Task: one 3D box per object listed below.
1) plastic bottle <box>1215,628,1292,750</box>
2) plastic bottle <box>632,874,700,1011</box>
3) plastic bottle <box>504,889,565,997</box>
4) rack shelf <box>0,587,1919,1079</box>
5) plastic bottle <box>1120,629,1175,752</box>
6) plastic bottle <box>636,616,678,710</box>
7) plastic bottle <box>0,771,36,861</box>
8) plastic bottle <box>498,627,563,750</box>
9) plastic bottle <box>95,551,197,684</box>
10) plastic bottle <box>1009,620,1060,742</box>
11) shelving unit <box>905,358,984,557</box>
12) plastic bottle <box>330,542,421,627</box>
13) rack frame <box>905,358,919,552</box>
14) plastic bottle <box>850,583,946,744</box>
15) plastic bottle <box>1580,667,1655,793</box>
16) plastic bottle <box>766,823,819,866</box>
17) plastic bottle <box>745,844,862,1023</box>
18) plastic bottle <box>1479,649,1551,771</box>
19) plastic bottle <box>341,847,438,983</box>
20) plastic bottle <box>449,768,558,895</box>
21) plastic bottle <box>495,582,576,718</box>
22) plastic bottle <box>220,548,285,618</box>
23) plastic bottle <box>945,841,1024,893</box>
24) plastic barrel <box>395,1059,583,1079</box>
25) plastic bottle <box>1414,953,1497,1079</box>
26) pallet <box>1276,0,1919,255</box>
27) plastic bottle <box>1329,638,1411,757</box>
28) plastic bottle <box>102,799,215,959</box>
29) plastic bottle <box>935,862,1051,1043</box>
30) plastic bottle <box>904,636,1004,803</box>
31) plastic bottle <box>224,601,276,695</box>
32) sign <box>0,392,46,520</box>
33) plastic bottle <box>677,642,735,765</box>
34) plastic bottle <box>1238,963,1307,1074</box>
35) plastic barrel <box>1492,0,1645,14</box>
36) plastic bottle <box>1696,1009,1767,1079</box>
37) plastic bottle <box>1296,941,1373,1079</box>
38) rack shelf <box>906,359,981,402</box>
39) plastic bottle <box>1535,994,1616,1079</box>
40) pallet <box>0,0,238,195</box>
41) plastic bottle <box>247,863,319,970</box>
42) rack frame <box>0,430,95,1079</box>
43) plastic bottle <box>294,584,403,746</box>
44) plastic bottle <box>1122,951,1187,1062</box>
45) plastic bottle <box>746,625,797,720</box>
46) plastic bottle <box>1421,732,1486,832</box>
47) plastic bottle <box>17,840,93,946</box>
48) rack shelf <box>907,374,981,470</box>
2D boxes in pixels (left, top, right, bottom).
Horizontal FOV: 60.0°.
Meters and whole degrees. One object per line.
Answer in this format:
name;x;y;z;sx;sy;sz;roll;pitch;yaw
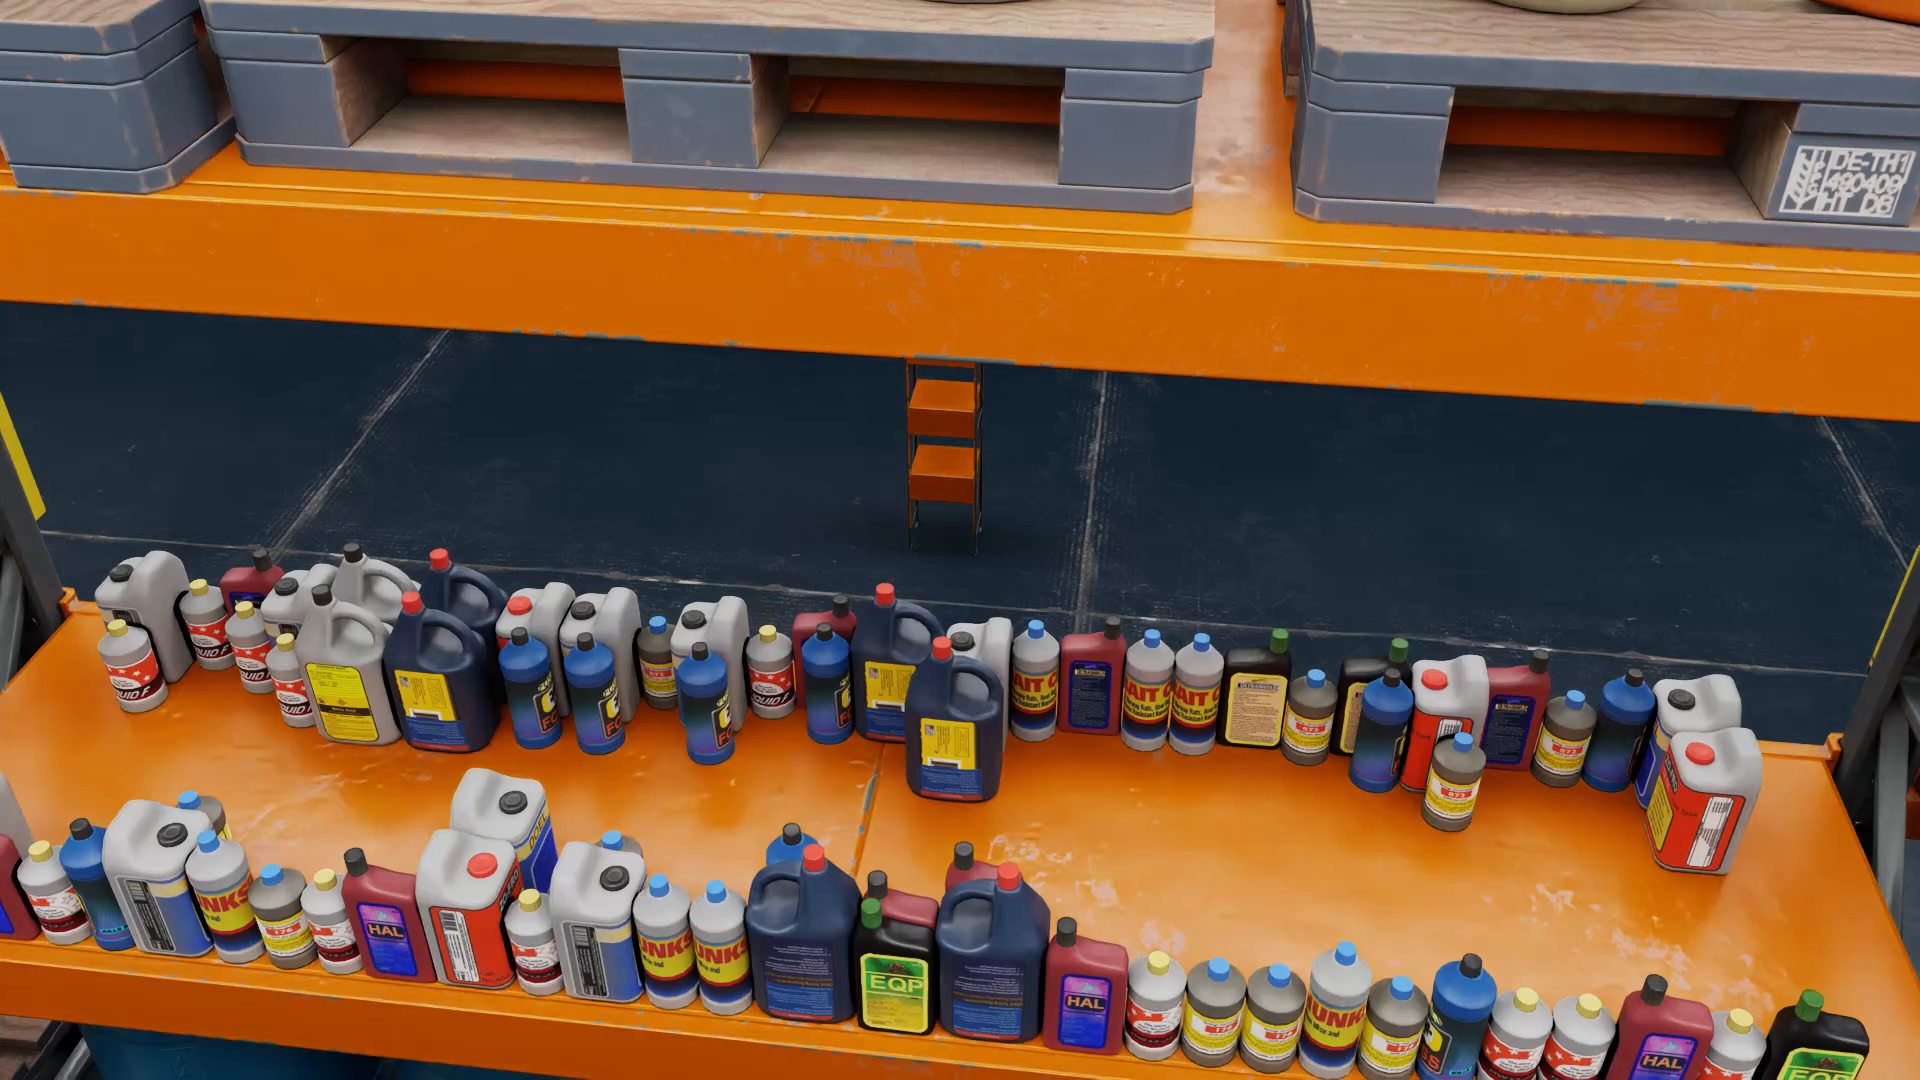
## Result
plastic bottle;0.594;0.296;3.353;0.133;0.283;0.061;4;36;6
plastic bottle;-0.500;0.675;2.833;0.097;0.271;0.097;0;36;0
plastic bottle;-0.730;0.686;2.878;0.097;0.201;0.097;0;36;0
rack shelf;-0.187;0.699;3.307;4.000;0.370;1.077;4;36;6
plastic bottle;0.380;0.296;3.364;0.097;0.271;0.097;0;36;0
plastic bottle;-0.624;0.250;3.489;0.097;0.201;0.097;0;36;0
plastic bottle;-1.823;0.494;3.017;0.185;0.351;0.144;4;36;6
plastic bottle;-0.874;0.292;3.370;0.097;0.271;0.097;0;36;0
plastic bottle;-1.739;0.152;3.562;0.135;0.276;0.152;4;36;6
plastic bottle;0.152;0.279;3.388;0.097;0.271;0.097;0;36;0
shelving unit;-0.053;-0.431;5.951;0.252;1.050;0.215;4;36;6
plastic bottle;-1.217;0.158;3.489;0.185;0.351;0.144;4;36;6
rack frame;-0.174;-0.440;5.963;0.008;1.050;0.200;4;36;6
plastic bottle;-0.125;0.240;3.375;0.185;0.351;0.144;4;36;6
plastic bottle;1.297;0.364;3.268;0.097;0.271;0.097;0;36;0
plastic bottle;-0.289;0.606;2.929;0.097;0.271;0.097;0;36;0
plastic bottle;-0.261;0.647;2.804;0.185;0.351;0.144;4;36;6
plastic bottle;1.088;0.333;3.301;0.133;0.283;0.061;4;36;6
plastic bottle;-0.981;0.645;2.865;0.133;0.283;0.061;4;36;6
plastic bottle;-0.822;0.544;3.013;0.135;0.276;0.152;4;36;6
plastic bottle;-0.876;0.216;3.471;0.135;0.276;0.152;4;36;6
plastic bottle;-1.503;0.140;3.572;0.133;0.283;0.061;4;36;6
plastic bottle;0.042;0.637;2.876;0.133;0.283;0.061;4;36;6
plastic barrel;-0.931;1.044;3.650;0.708;0.901;0.600;4;36;6
plastic bottle;0.807;0.772;2.697;0.097;0.271;0.097;0;36;0
pallet;1.050;-0.702;2.233;1.213;0.211;1.003;4;36;6
plastic bottle;0.823;0.313;3.329;0.133;0.283;0.061;4;36;6
plastic bottle;-1.397;0.590;2.948;0.135;0.276;0.152;4;36;6
plastic bottle;0.055;0.670;2.771;0.185;0.351;0.144;4;36;6
plastic bottle;-0.011;0.337;3.238;0.185;0.351;0.144;4;36;6
plastic bottle;-1.496;0.220;3.530;0.097;0.201;0.097;0;36;0
sign;-2.099;-0.171;3.669;0.005;0.325;0.100;4;36;6
plastic bottle;-0.510;0.319;3.332;0.097;0.271;0.097;0;36;0
plastic bottle;0.517;0.779;2.747;0.097;0.201;0.097;0;36;0
plastic barrel;0.715;-0.776;1.930;0.301;0.262;0.301;0;36;0
plastic bottle;1.229;0.832;2.673;0.097;0.201;0.097;0;36;0
plastic bottle;0.614;0.758;2.717;0.097;0.271;0.097;0;36;0
rack shelf;-0.053;-0.654;5.792;0.240;0.259;0.215;4;36;6
plastic bottle;1.000;0.815;2.697;0.097;0.201;0.097;0;36;0
pallet;-1.381;-0.884;2.487;1.003;0.211;1.213;4;36;6
plastic bottle;-1.189;0.652;2.926;0.097;0.201;0.097;0;36;0
rack frame;-2.171;0.259;3.306;0.127;3.000;1.000;4;36;6
plastic bottle;-1.236;0.241;3.372;0.185;0.351;0.144;4;36;6
plastic bottle;0.324;0.765;2.767;0.097;0.201;0.097;0;36;0
plastic bottle;-0.394;0.267;3.465;0.097;0.201;0.097;0;36;0
plastic bottle;0.952;0.456;3.200;0.097;0.201;0.097;0;36;0
plastic bottle;-1.612;0.620;2.970;0.097;0.201;0.097;0;36;0
rack shelf;-0.053;-0.423;5.957;0.240;0.259;0.215;4;36;6
